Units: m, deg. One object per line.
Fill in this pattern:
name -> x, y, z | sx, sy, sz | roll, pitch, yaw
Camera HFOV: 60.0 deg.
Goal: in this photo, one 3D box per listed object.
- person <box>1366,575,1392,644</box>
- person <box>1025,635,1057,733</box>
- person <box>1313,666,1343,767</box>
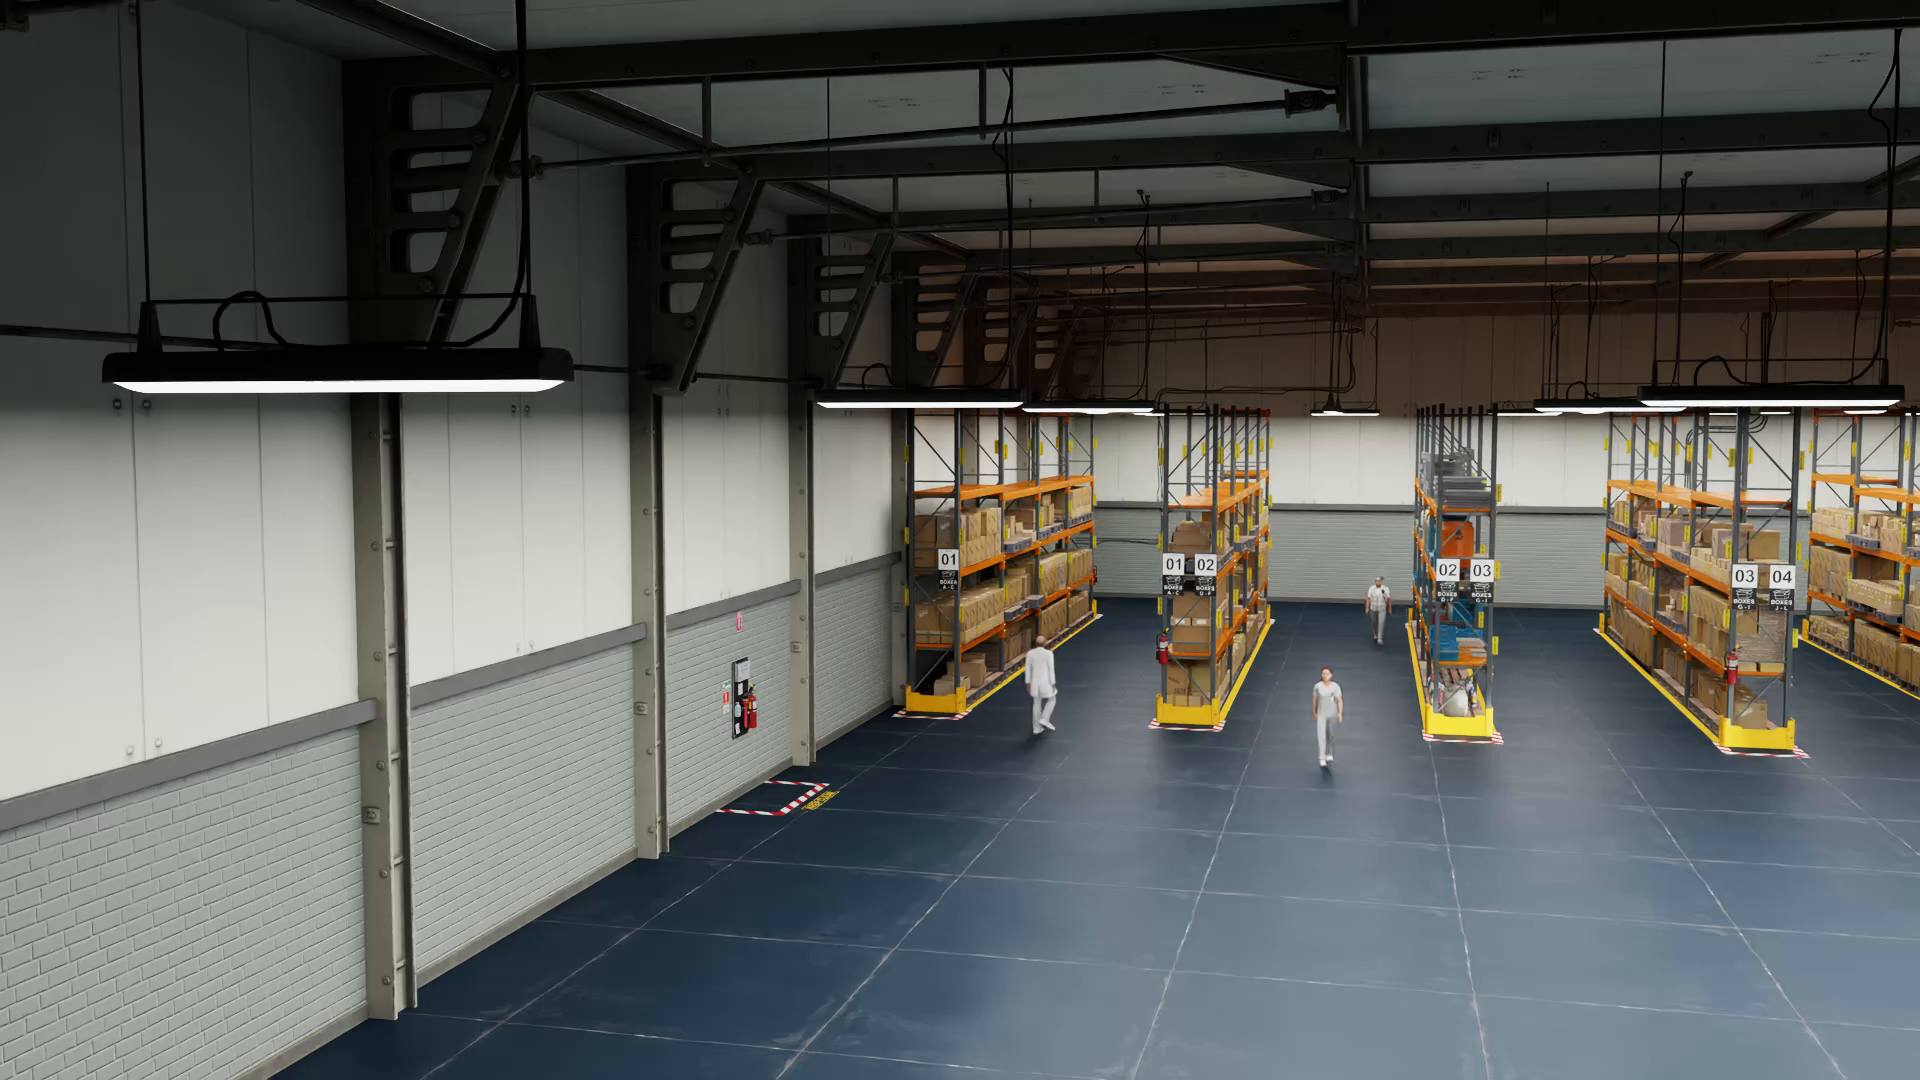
person -> 10.697, 1.747, 42.502 | 0.608, 1.705, 1.085 | 2, 5, 24
person -> 1.469, 2.617, 30.316 | 0.617, 1.767, 0.516 | 2, 5, 25
person -> 6.061, 2.894, 27.392 | 0.468, 1.613, 1.010 | 1, 4, 8
